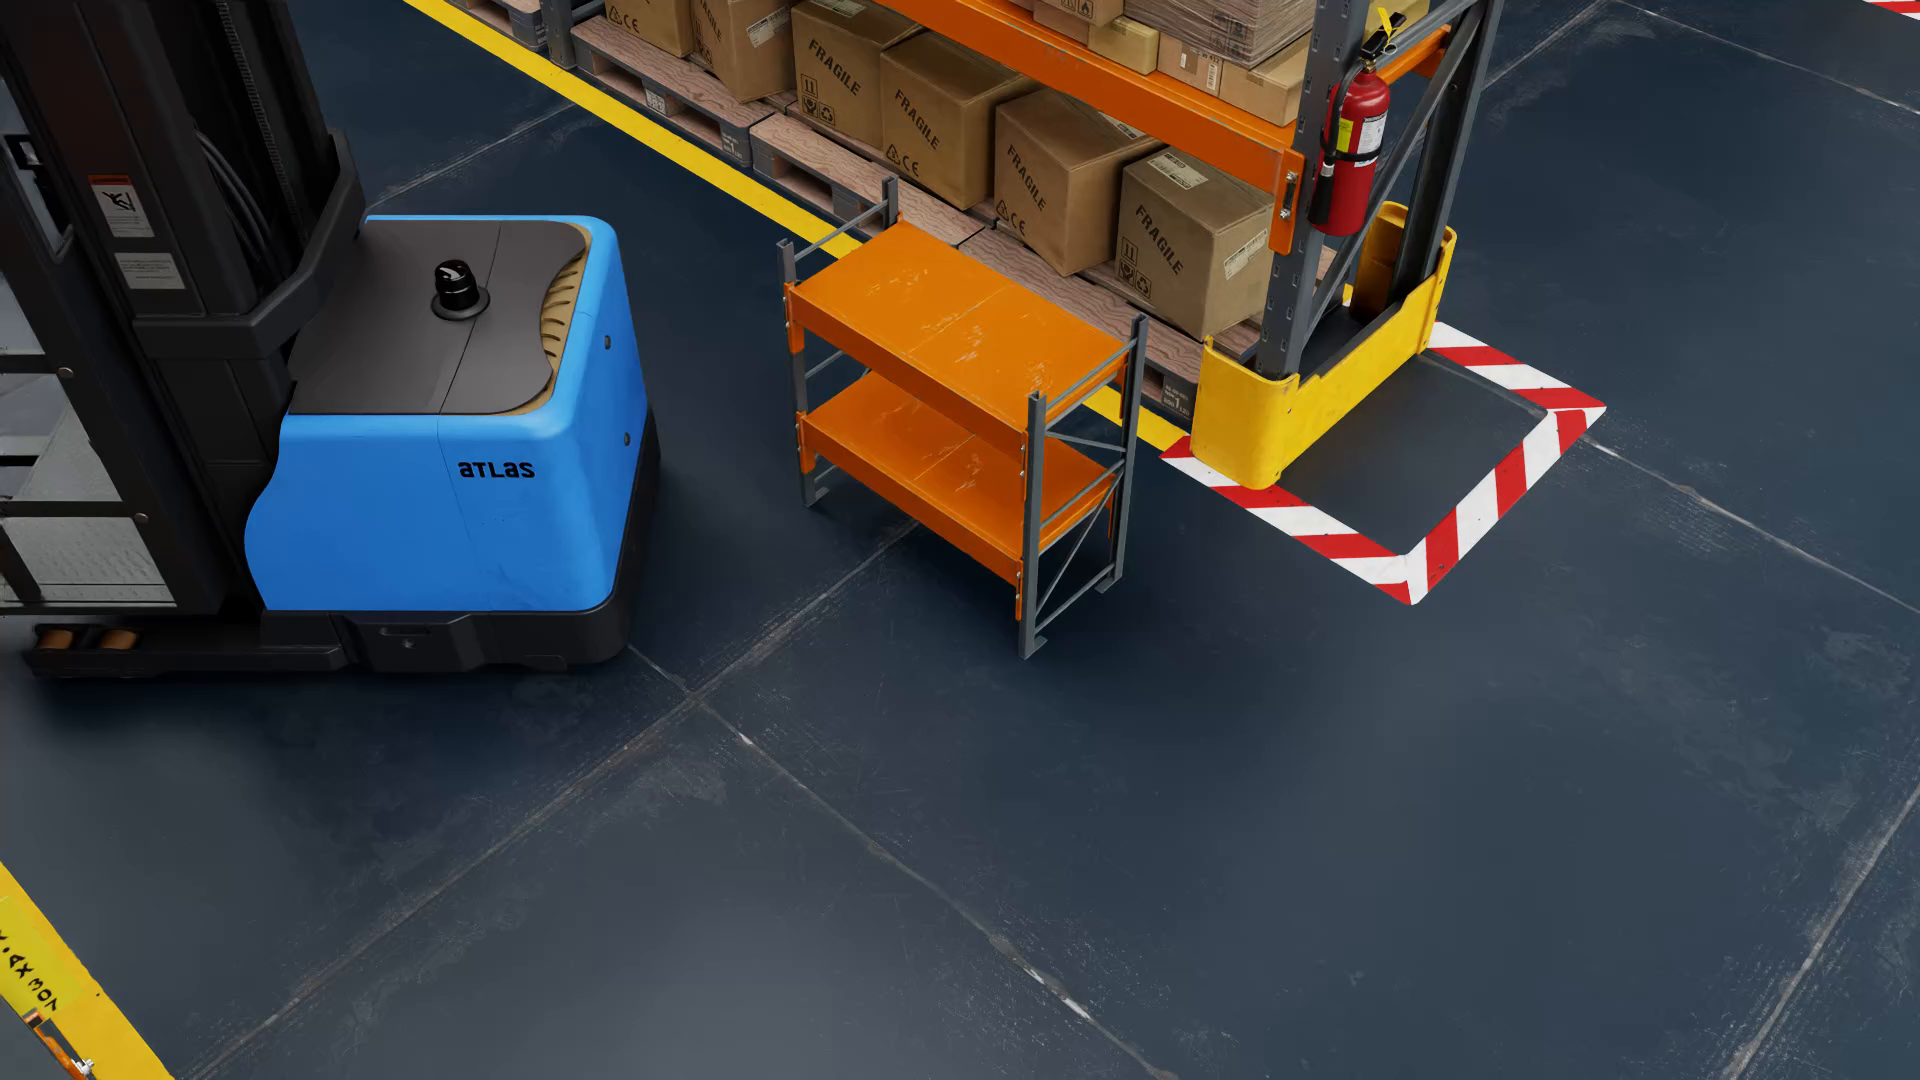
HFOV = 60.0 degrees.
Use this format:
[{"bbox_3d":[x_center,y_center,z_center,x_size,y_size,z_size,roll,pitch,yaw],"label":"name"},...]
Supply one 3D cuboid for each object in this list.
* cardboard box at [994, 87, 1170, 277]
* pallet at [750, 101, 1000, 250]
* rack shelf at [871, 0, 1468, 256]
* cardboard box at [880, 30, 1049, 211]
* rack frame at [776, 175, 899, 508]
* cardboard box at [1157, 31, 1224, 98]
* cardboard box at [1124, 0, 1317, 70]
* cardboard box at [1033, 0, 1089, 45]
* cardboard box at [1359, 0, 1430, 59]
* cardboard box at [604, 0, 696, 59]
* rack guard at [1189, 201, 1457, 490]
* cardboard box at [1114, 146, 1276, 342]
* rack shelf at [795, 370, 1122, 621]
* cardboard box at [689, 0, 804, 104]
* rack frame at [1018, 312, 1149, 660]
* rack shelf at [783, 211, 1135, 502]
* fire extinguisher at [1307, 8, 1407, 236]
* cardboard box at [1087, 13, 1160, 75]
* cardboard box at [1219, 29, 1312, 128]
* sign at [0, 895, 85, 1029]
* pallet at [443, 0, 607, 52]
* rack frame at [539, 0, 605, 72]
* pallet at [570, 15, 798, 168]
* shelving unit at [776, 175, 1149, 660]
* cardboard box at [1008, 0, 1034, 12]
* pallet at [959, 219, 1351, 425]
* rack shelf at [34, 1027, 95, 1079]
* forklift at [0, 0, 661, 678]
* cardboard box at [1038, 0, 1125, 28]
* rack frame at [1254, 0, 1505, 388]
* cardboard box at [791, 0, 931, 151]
[{"bbox_3d":[0.477,-1.428,6.460,0.500,0.500,0.500,-25,52,-21],"label":"cardboard box"},{"bbox_3d":[-0.134,-1.652,7.156,1.213,0.211,1.003,34,55,28],"label":"pallet"},{"bbox_3d":[-0.083,-2.288,6.334,4.000,0.370,1.077,34,55,28],"label":"rack shelf"},{"bbox_3d":[0.030,-1.748,6.760,0.500,0.500,0.500,-33,55,-27],"label":"cardboard box"},{"bbox_3d":[-0.379,-0.640,5.579,0.032,1.125,0.500,34,55,28],"label":"rack frame"},{"bbox_3d":[0.854,-1.613,5.380,0.250,0.149,0.380,34,55,28],"label":"cardboard box"},{"bbox_3d":[1.002,-1.968,5.267,0.500,0.500,0.875,34,55,28],"label":"cardboard box"},{"bbox_3d":[0.463,-1.841,5.594,0.250,0.149,0.380,34,55,28],"label":"cardboard box"},{"bbox_3d":[1.339,-1.728,5.487,0.250,0.149,0.380,34,55,28],"label":"cardboard box"},{"bbox_3d":[-1.285,-2.592,7.552,0.500,0.500,0.500,32,55,27],"label":"cardboard box"},{"bbox_3d":[1.331,-0.727,6.090,0.348,0.500,1.175,34,55,28],"label":"rack guard"},{"bbox_3d":[0.940,-1.151,6.200,0.500,0.500,0.500,-28,53,-24],"label":"cardboard box"},{"bbox_3d":[-0.005,-0.221,5.521,1.000,0.278,0.538,34,55,28],"label":"rack shelf"},{"bbox_3d":[-0.859,-2.313,7.290,0.500,0.500,0.500,-22,51,-19],"label":"cardboard box"},{"bbox_3d":[0.369,-0.137,5.107,0.032,1.125,0.500,34,55,28],"label":"rack frame"},{"bbox_3d":[-0.005,-0.589,5.130,1.000,0.278,0.538,34,55,28],"label":"rack shelf"},{"bbox_3d":[1.159,-1.215,4.886,0.183,0.674,0.296,34,55,28],"label":"fire extinguisher"},{"bbox_3d":[0.636,-1.709,5.470,0.250,0.149,0.380,34,55,28],"label":"cardboard box"},{"bbox_3d":[1.038,-1.489,5.263,0.250,0.149,0.380,34,55,28],"label":"cardboard box"},{"bbox_3d":[-1.596,0.721,2.826,0.005,0.325,0.100,34,55,28],"label":"sign"},{"bbox_3d":[-2.125,-2.952,8.377,1.213,0.211,1.003,34,55,28],"label":"pallet"},{"bbox_3d":[-1.552,-3.523,7.000,0.127,3.000,1.000,34,55,28],"label":"rack frame"},{"bbox_3d":[-1.035,-2.255,7.723,1.213,0.211,1.003,34,55,28],"label":"pallet"},{"bbox_3d":[-0.005,-0.388,5.343,1.048,1.125,0.538,34,55,28],"label":"shelving unit"},{"bbox_3d":[0.307,-1.987,5.730,0.250,0.149,0.380,34,55,28],"label":"cardboard box"},{"bbox_3d":[0.758,-1.049,6.590,1.213,0.211,1.003,34,55,28],"label":"pallet"},{"bbox_3d":[-3.442,0.366,3.843,4.000,0.370,1.077,34,55,28],"label":"rack shelf"},{"bbox_3d":[-2.584,-0.948,4.629,3.031,2.935,1.130,0,47,0],"label":"forklift"},{"bbox_3d":[0.553,-2.151,5.439,0.500,0.500,0.875,34,55,28],"label":"cardboard box"},{"bbox_3d":[1.387,-1.545,5.143,0.127,3.000,1.000,34,55,28],"label":"rack frame"},{"bbox_3d":[-0.350,-2.048,7.042,0.500,0.500,0.500,29,53,25],"label":"cardboard box"}]
